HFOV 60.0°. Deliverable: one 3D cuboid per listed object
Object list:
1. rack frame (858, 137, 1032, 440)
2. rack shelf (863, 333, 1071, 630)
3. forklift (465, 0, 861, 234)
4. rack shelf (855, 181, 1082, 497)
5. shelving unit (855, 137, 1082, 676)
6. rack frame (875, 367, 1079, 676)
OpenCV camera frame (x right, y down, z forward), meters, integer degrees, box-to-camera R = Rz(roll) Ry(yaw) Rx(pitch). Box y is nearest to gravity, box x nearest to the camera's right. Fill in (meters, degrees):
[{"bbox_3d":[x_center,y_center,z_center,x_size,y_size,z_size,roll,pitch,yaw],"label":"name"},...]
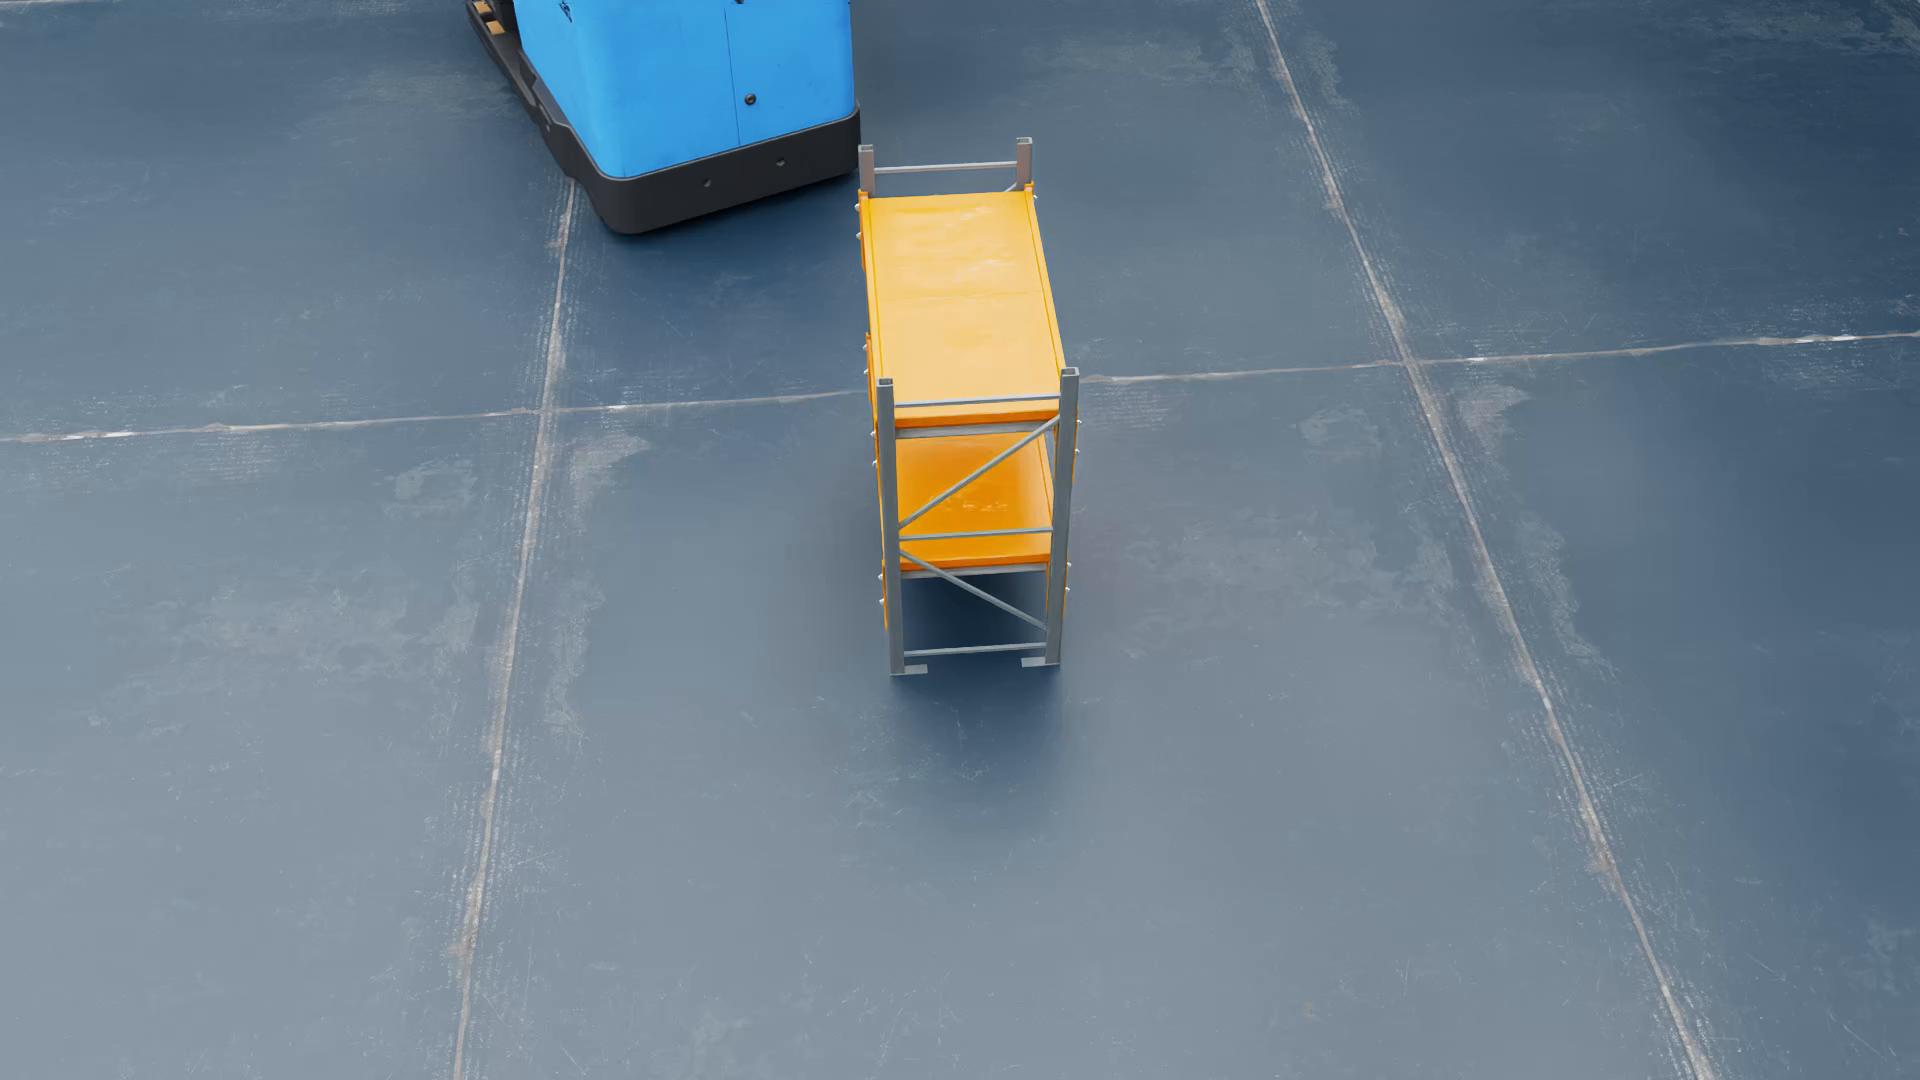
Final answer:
[{"bbox_3d":[-0.042,-0.750,5.185,0.500,1.125,0.032,-3,47,-3],"label":"rack frame"},{"bbox_3d":[0.001,-0.214,5.014,0.538,0.278,1.000,-3,47,-3],"label":"rack shelf"},{"bbox_3d":[-1.512,-3.230,6.290,1.130,2.935,3.031,-21,50,-18],"label":"forklift"},{"bbox_3d":[0.001,-0.583,4.624,0.538,0.278,1.000,-3,47,-3],"label":"rack shelf"},{"bbox_3d":[0.001,-0.382,4.837,0.538,1.125,1.048,-3,47,-3],"label":"shelving unit"},{"bbox_3d":[0.043,-0.014,4.489,0.500,1.125,0.032,-3,47,-3],"label":"rack frame"}]
